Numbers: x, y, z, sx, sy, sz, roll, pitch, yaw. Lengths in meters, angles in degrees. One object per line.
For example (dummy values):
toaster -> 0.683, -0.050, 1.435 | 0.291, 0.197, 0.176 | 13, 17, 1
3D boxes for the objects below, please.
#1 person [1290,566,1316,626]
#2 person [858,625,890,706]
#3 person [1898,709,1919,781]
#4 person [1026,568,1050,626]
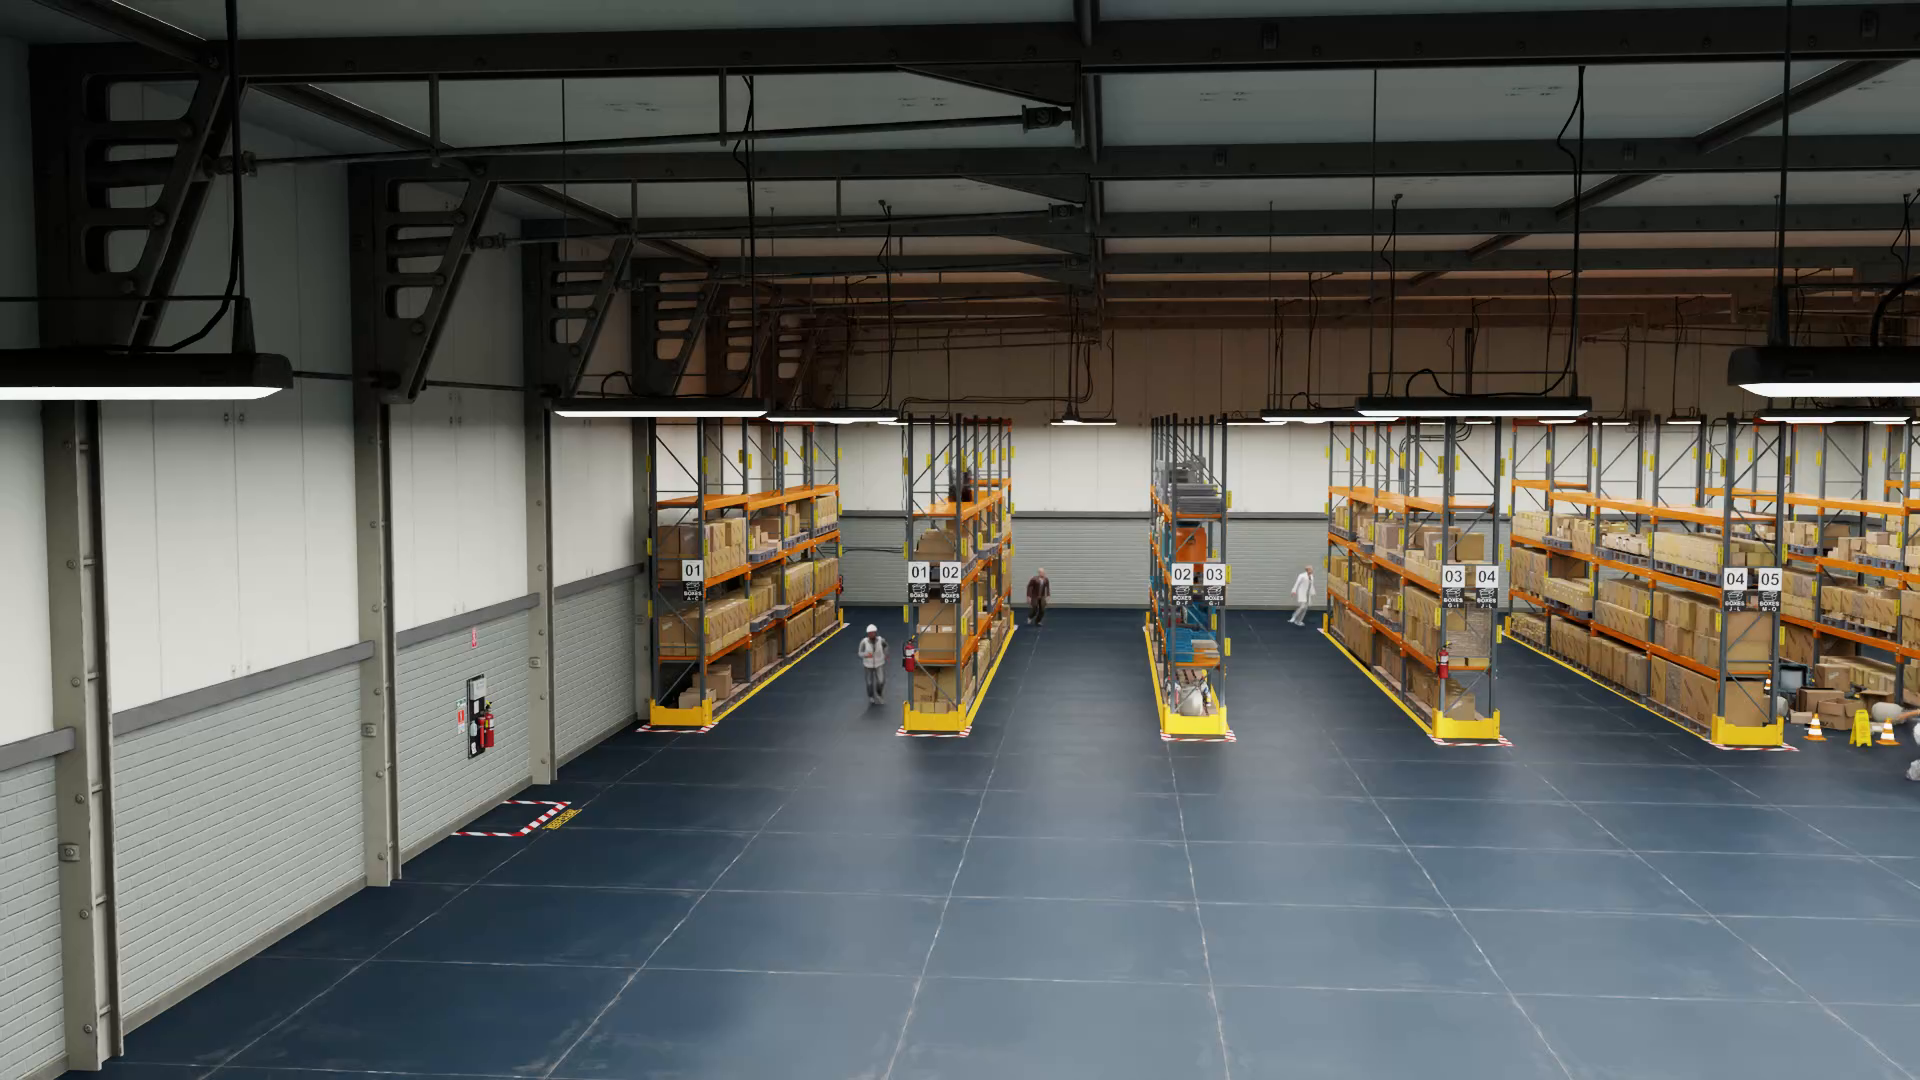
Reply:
person -> 9.964, 1.712, 48.344 | 0.741, 1.589, 0.564 | -3, 5, -38
person -> -1.773, 2.569, 34.249 | 0.653, 1.691, 0.940 | 0, 4, -4
person -> 15.660, 3.209, 26.691 | 0.622, 1.417, 0.950 | -1, 4, -21
person -> 2.225, 1.643, 48.094 | 0.699, 1.691, 0.748 | -1, 4, -19
